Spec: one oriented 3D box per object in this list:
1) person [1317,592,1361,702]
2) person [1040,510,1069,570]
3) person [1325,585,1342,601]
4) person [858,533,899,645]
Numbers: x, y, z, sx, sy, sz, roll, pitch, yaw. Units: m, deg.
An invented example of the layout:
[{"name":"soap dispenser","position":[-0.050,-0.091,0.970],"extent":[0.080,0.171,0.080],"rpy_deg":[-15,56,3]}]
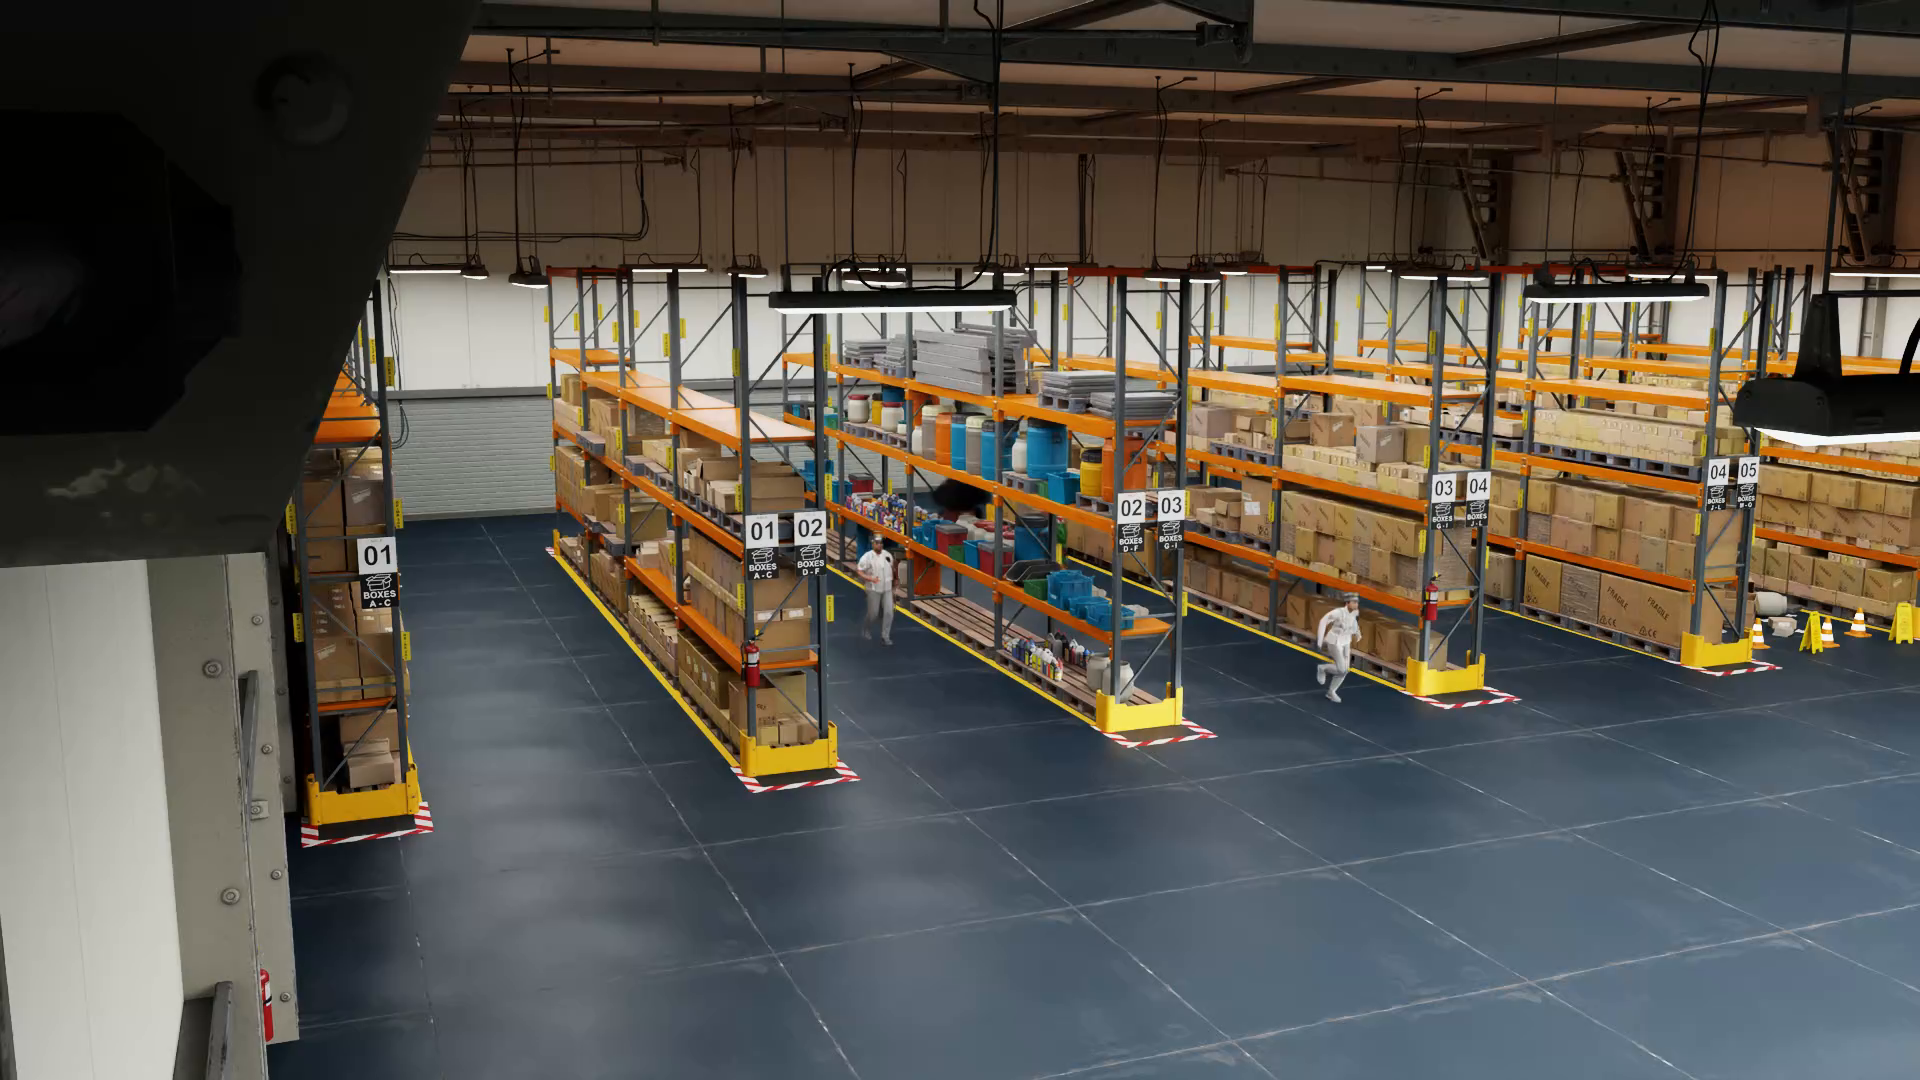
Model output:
[{"name":"person","position":[5.373,1.490,23.572],"extent":[0.607,1.619,0.688],"rpy_deg":[-7,12,-36]},{"name":"person","position":[1.875,-0.320,33.209],"extent":[0.643,1.829,0.850],"rpy_deg":[-5,11,-27]},{"name":"person","position":[6.799,0.323,30.063],"extent":[0.497,1.746,0.853],"rpy_deg":[-6,12,-33]},{"name":"person","position":[-1.278,0.768,26.199],"extent":[0.674,1.761,0.755],"rpy_deg":[-5,11,-26]}]
